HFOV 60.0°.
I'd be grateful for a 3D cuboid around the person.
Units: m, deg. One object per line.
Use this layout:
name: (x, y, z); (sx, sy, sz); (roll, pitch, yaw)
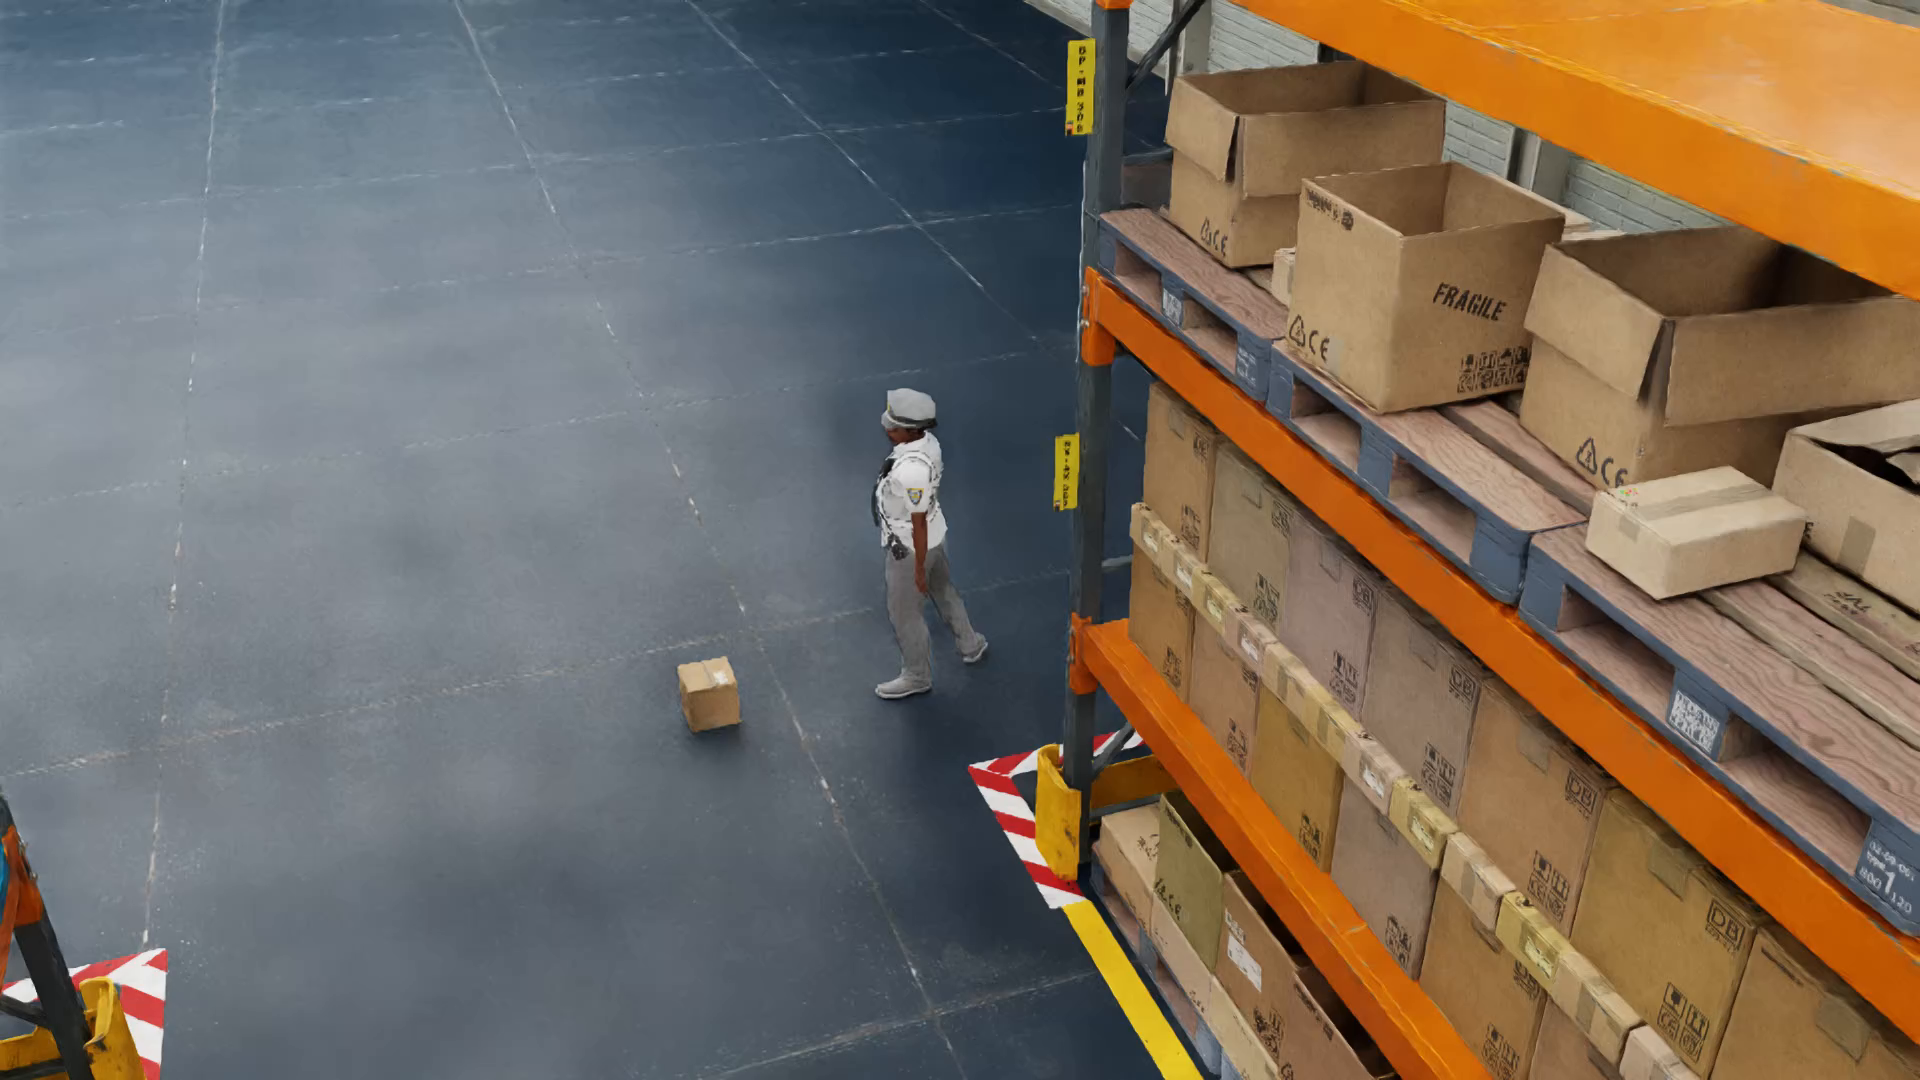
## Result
person: (-0.147, -0.016, 8.373); (0.485, 1.654, 0.665); (8, 31, 13)
